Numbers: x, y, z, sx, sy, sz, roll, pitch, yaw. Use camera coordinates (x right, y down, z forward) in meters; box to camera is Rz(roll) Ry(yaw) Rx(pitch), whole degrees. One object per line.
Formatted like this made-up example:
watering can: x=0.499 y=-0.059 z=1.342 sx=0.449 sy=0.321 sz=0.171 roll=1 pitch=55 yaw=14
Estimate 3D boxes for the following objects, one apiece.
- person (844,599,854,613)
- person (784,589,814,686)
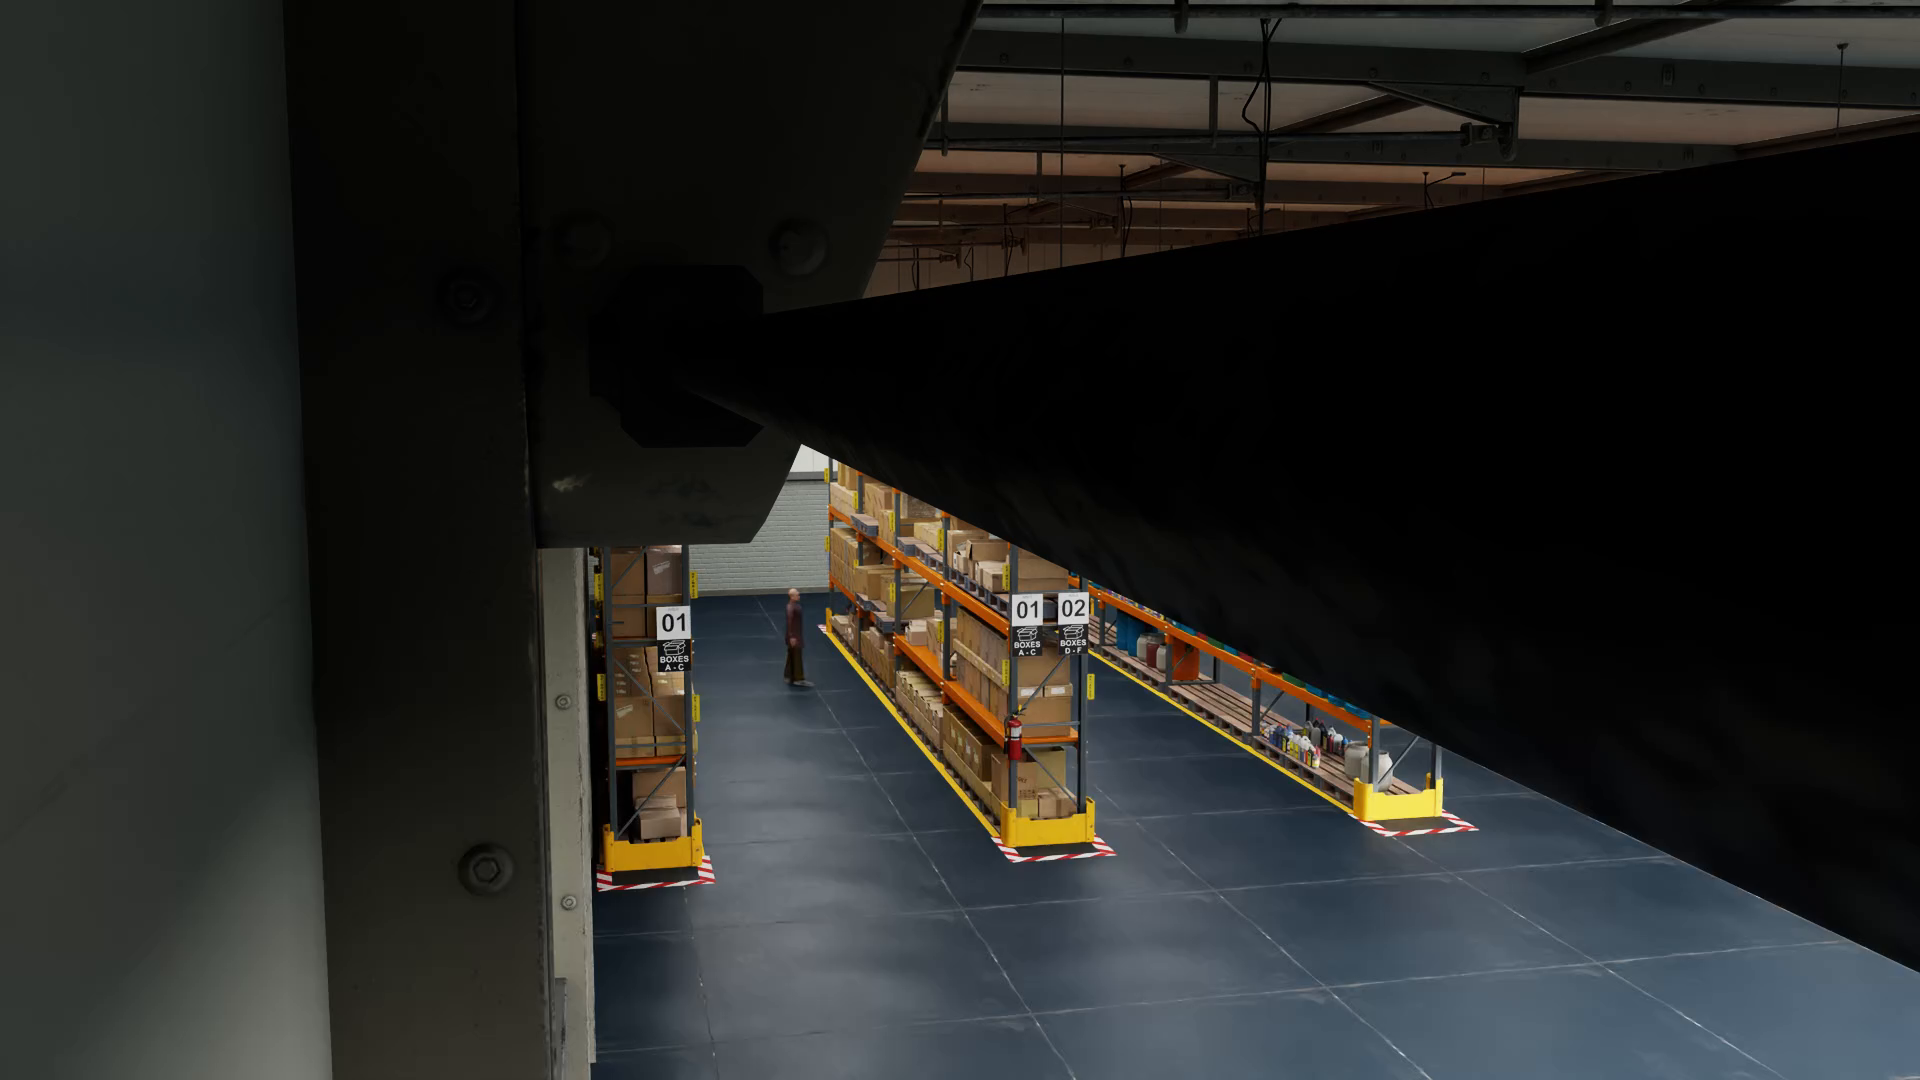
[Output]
person: x=-2.295 y=0.968 z=38.439 sx=0.527 sy=1.600 sz=0.908 roll=-6 pitch=9 yaw=-43
person: x=-2.996 y=1.792 z=30.829 sx=0.573 sy=1.801 sz=0.614 roll=0 pitch=7 yaw=0
